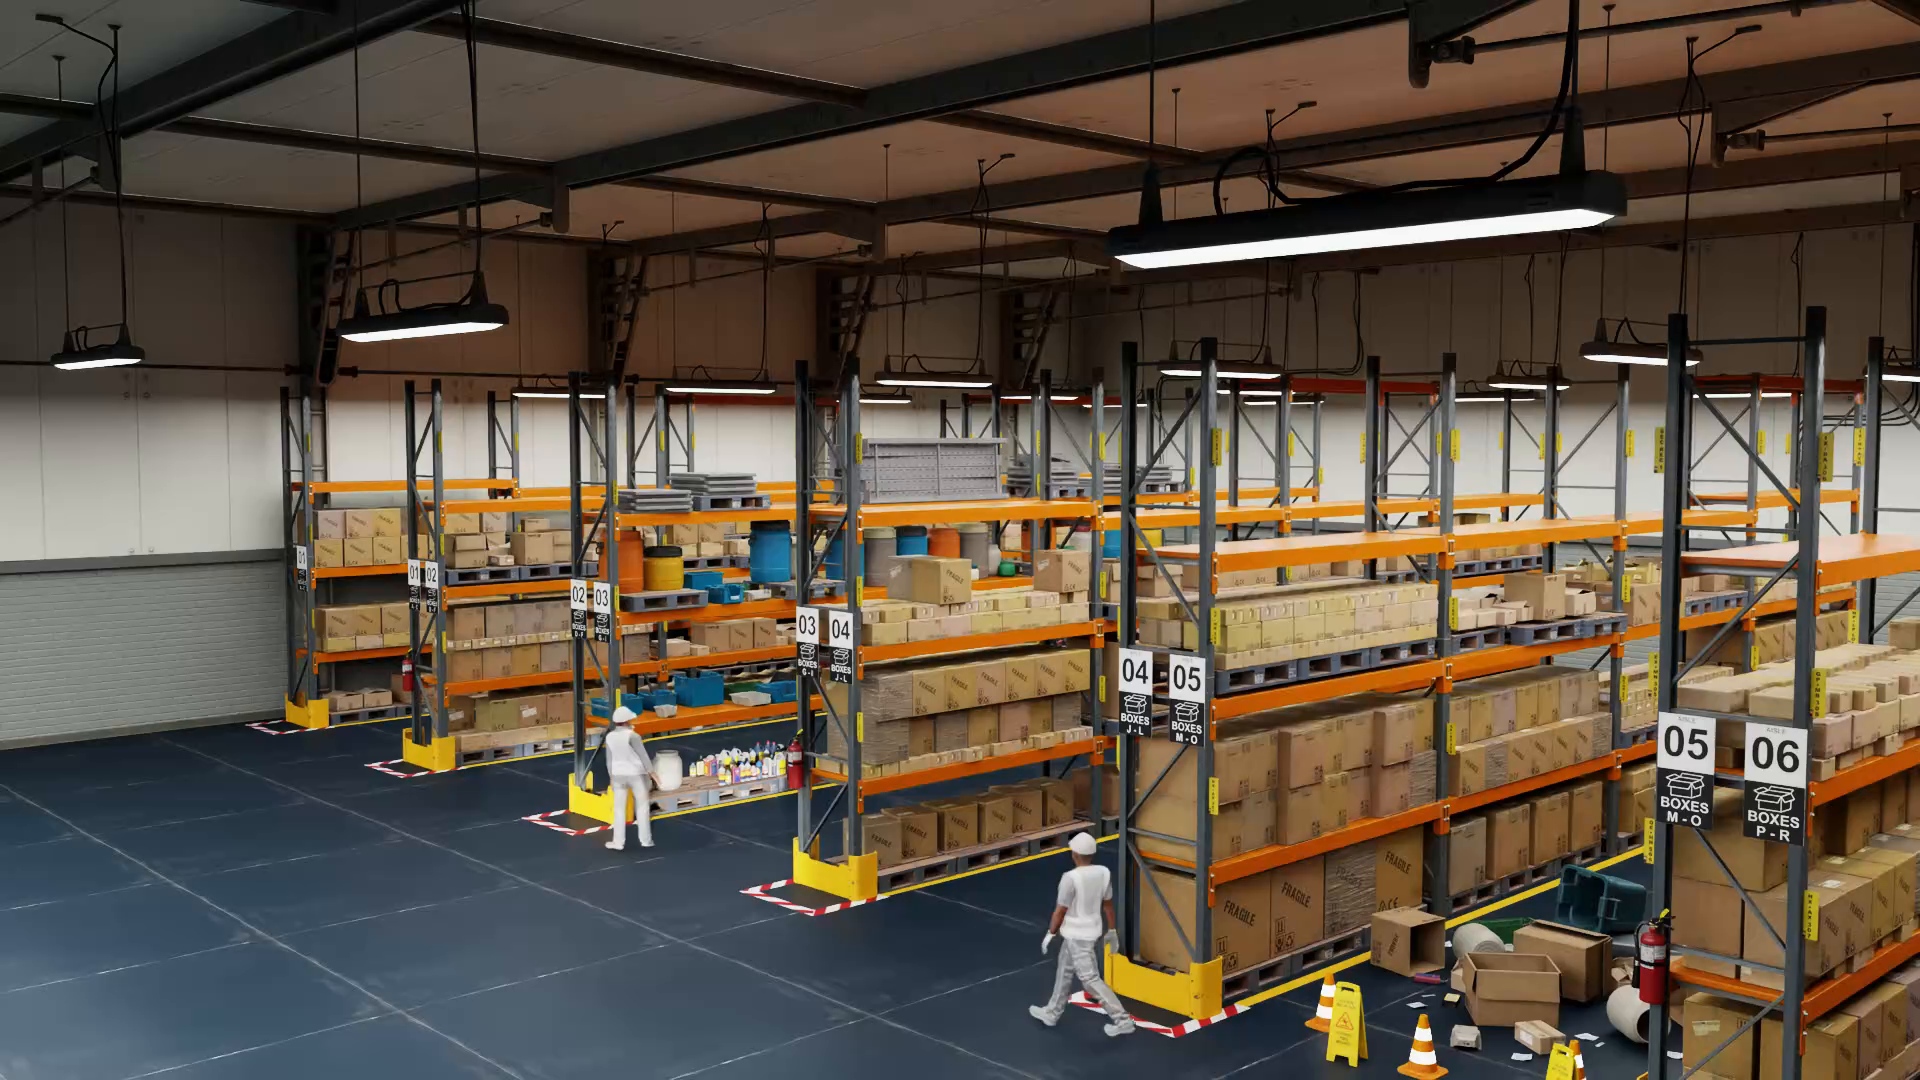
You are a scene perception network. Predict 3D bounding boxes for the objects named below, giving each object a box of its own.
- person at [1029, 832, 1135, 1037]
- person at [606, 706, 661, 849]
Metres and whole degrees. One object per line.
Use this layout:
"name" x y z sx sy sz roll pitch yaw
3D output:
"person" 1.021 3.381 14.255 1.054 1.753 0.508 1 4 22
"person" -4.054 2.949 20.684 0.710 1.779 0.469 1 4 13
